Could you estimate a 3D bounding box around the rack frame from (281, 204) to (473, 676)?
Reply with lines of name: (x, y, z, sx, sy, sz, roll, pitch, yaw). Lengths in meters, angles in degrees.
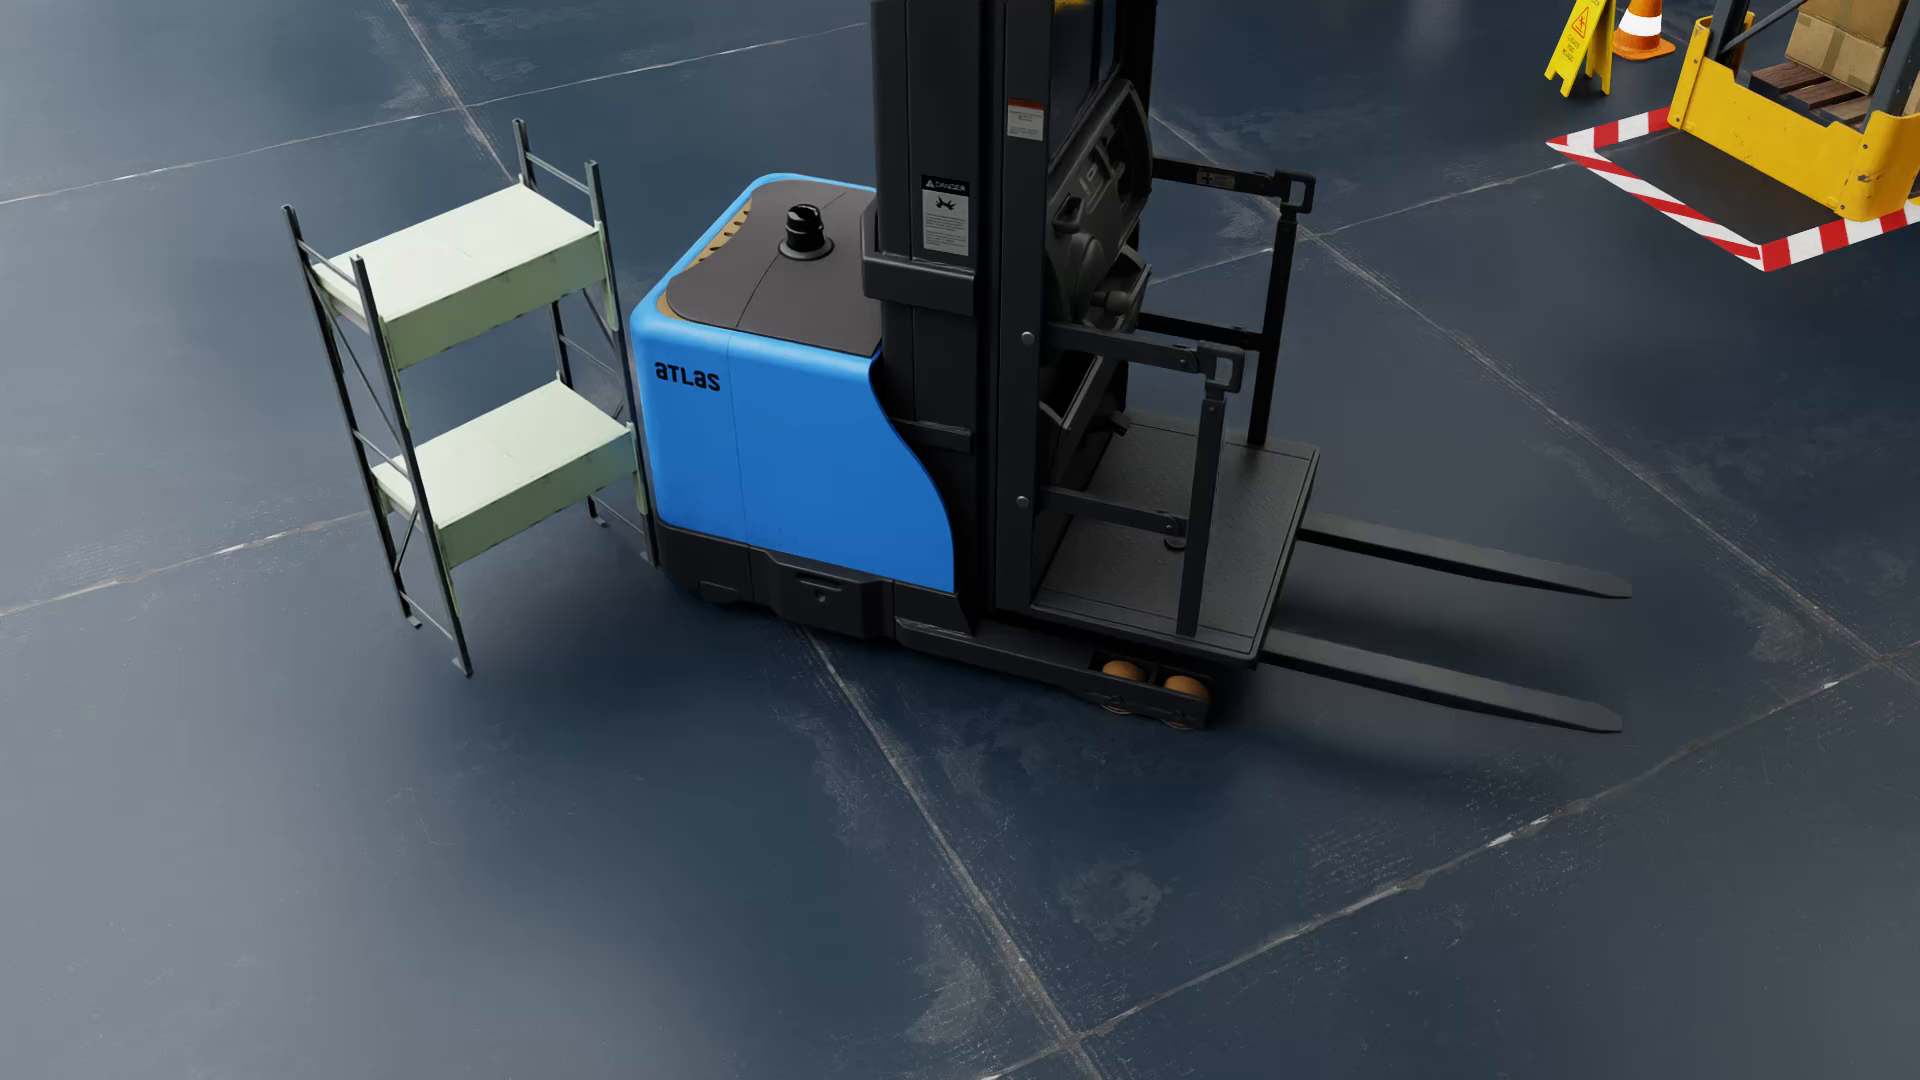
rack frame: (-1.687, -0.241, 4.873, 0.023, 1.500, 0.400, -33, 50, -33)

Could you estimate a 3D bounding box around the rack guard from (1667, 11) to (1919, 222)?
rack guard: (3.880, -1.982, 7.705, 0.348, 0.500, 1.175, -19, 44, -21)

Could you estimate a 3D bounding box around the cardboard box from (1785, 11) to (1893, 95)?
cardboard box: (4.427, -2.427, 8.099, 0.500, 0.250, 0.500, -19, 44, -21)

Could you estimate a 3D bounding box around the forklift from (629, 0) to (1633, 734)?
forklift: (0.579, -0.931, 4.581, 3.031, 2.935, 1.130, 13, 42, 15)

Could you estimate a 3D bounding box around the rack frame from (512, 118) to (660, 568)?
rack frame: (-1.168, -0.574, 5.268, 0.023, 1.500, 0.400, -33, 50, -33)

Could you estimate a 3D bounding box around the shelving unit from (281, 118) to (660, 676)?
shelving unit: (-1.427, -0.408, 5.070, 0.755, 1.500, 0.431, -33, 50, -33)

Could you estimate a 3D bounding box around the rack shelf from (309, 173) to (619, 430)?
rack shelf: (-1.427, -0.706, 4.818, 0.720, 0.370, 0.431, -33, 50, -33)

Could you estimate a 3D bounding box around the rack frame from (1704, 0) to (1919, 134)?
rack frame: (3.813, -2.914, 6.870, 0.127, 3.000, 1.000, -19, 44, -21)

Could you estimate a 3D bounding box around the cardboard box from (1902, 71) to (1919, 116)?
cardboard box: (4.656, -2.107, 7.720, 0.500, 0.250, 0.500, -19, 44, -21)

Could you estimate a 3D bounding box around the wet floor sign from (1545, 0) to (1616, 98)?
wet floor sign: (3.150, -2.572, 8.288, 0.232, 0.644, 0.267, -5, 40, -6)

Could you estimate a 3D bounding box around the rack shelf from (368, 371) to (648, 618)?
rack shelf: (-1.427, -0.159, 5.281, 0.720, 0.370, 0.431, -33, 50, -33)

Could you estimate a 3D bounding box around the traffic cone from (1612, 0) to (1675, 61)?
traffic cone: (3.598, -2.813, 8.715, 0.334, 0.463, 0.336, -19, 44, -21)

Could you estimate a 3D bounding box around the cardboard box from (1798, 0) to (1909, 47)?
cardboard box: (4.403, -2.699, 7.840, 0.500, 0.500, 0.500, -18, 44, -20)

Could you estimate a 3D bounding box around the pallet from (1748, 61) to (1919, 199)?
pallet: (4.617, -2.094, 8.061, 1.213, 0.211, 1.003, -19, 44, -21)
